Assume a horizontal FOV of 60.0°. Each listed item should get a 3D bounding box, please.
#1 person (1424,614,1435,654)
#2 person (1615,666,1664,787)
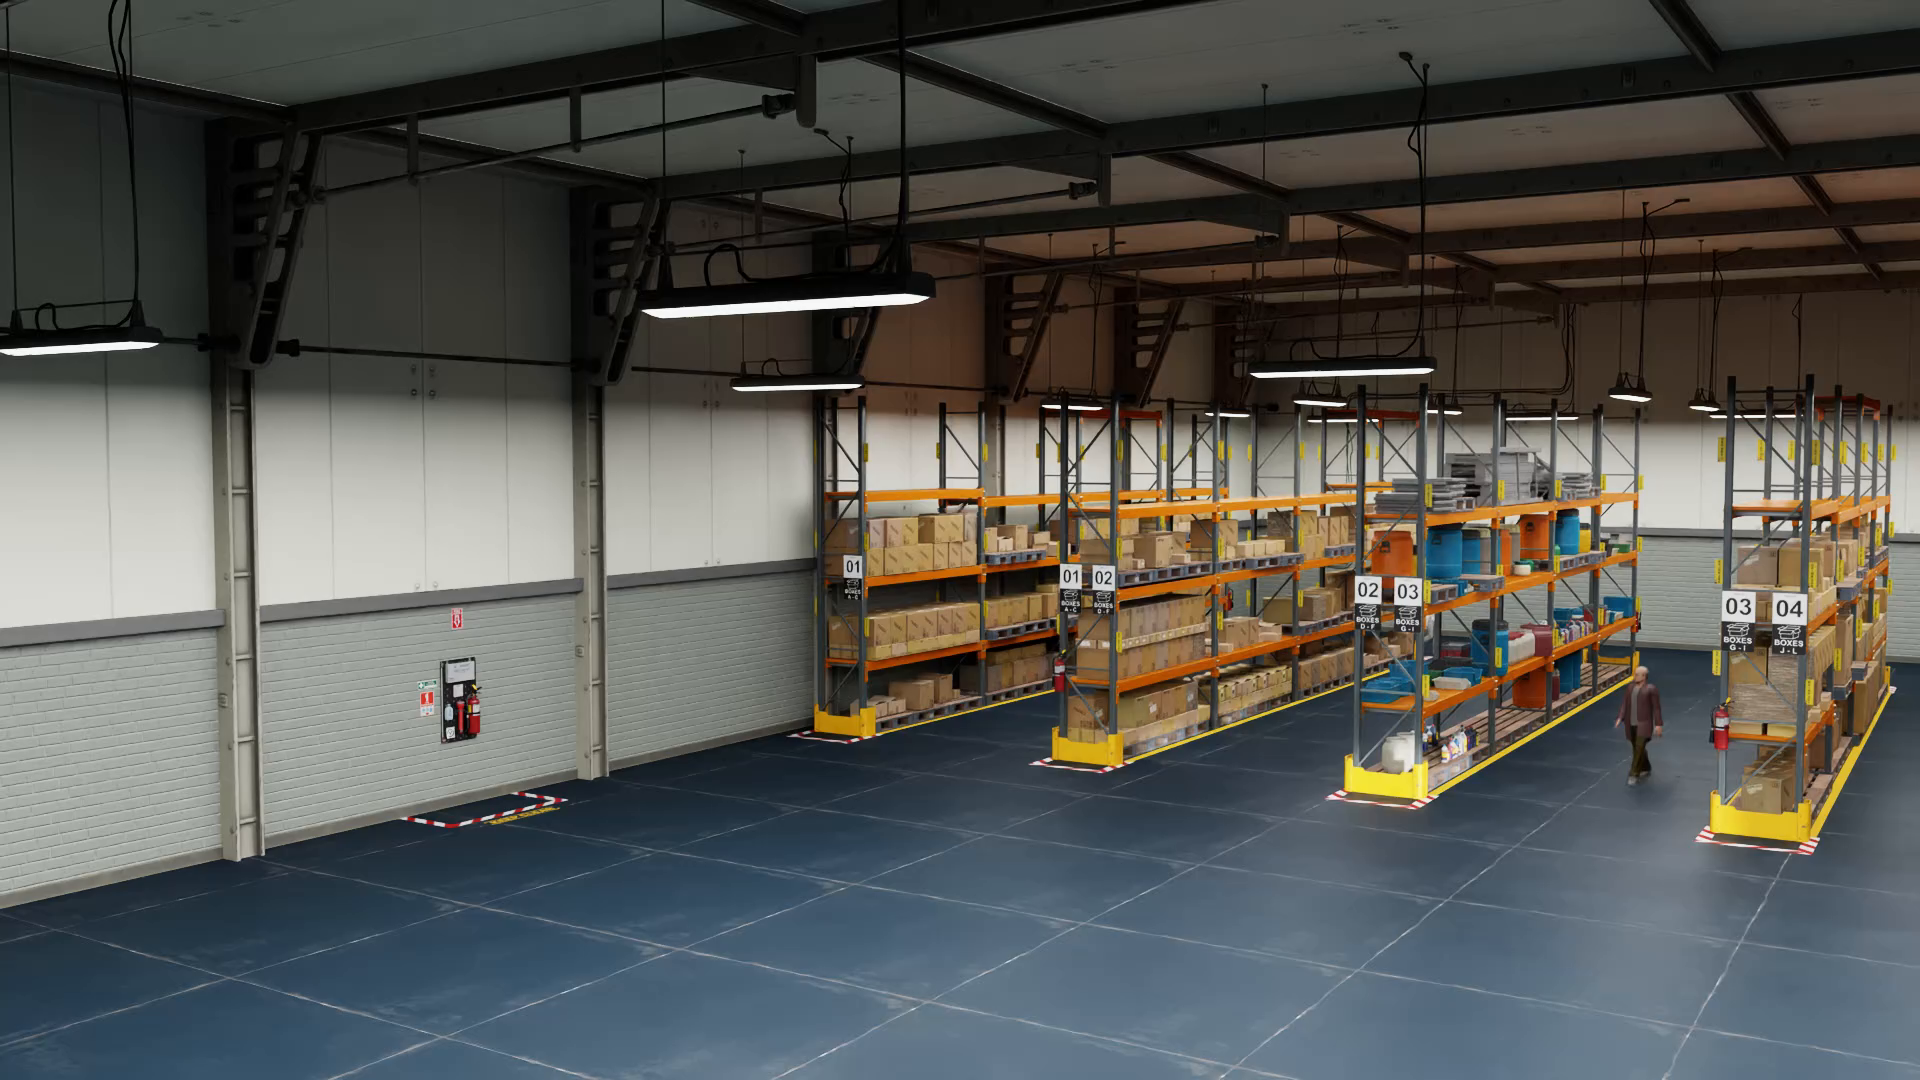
[{"bbox_3d":[11.657,2.008,41.140,0.546,1.658,0.575,-3,4,-42],"label":"person"},{"bbox_3d":[10.252,2.791,25.195,0.996,1.743,0.686,-2,4,-38],"label":"person"}]
